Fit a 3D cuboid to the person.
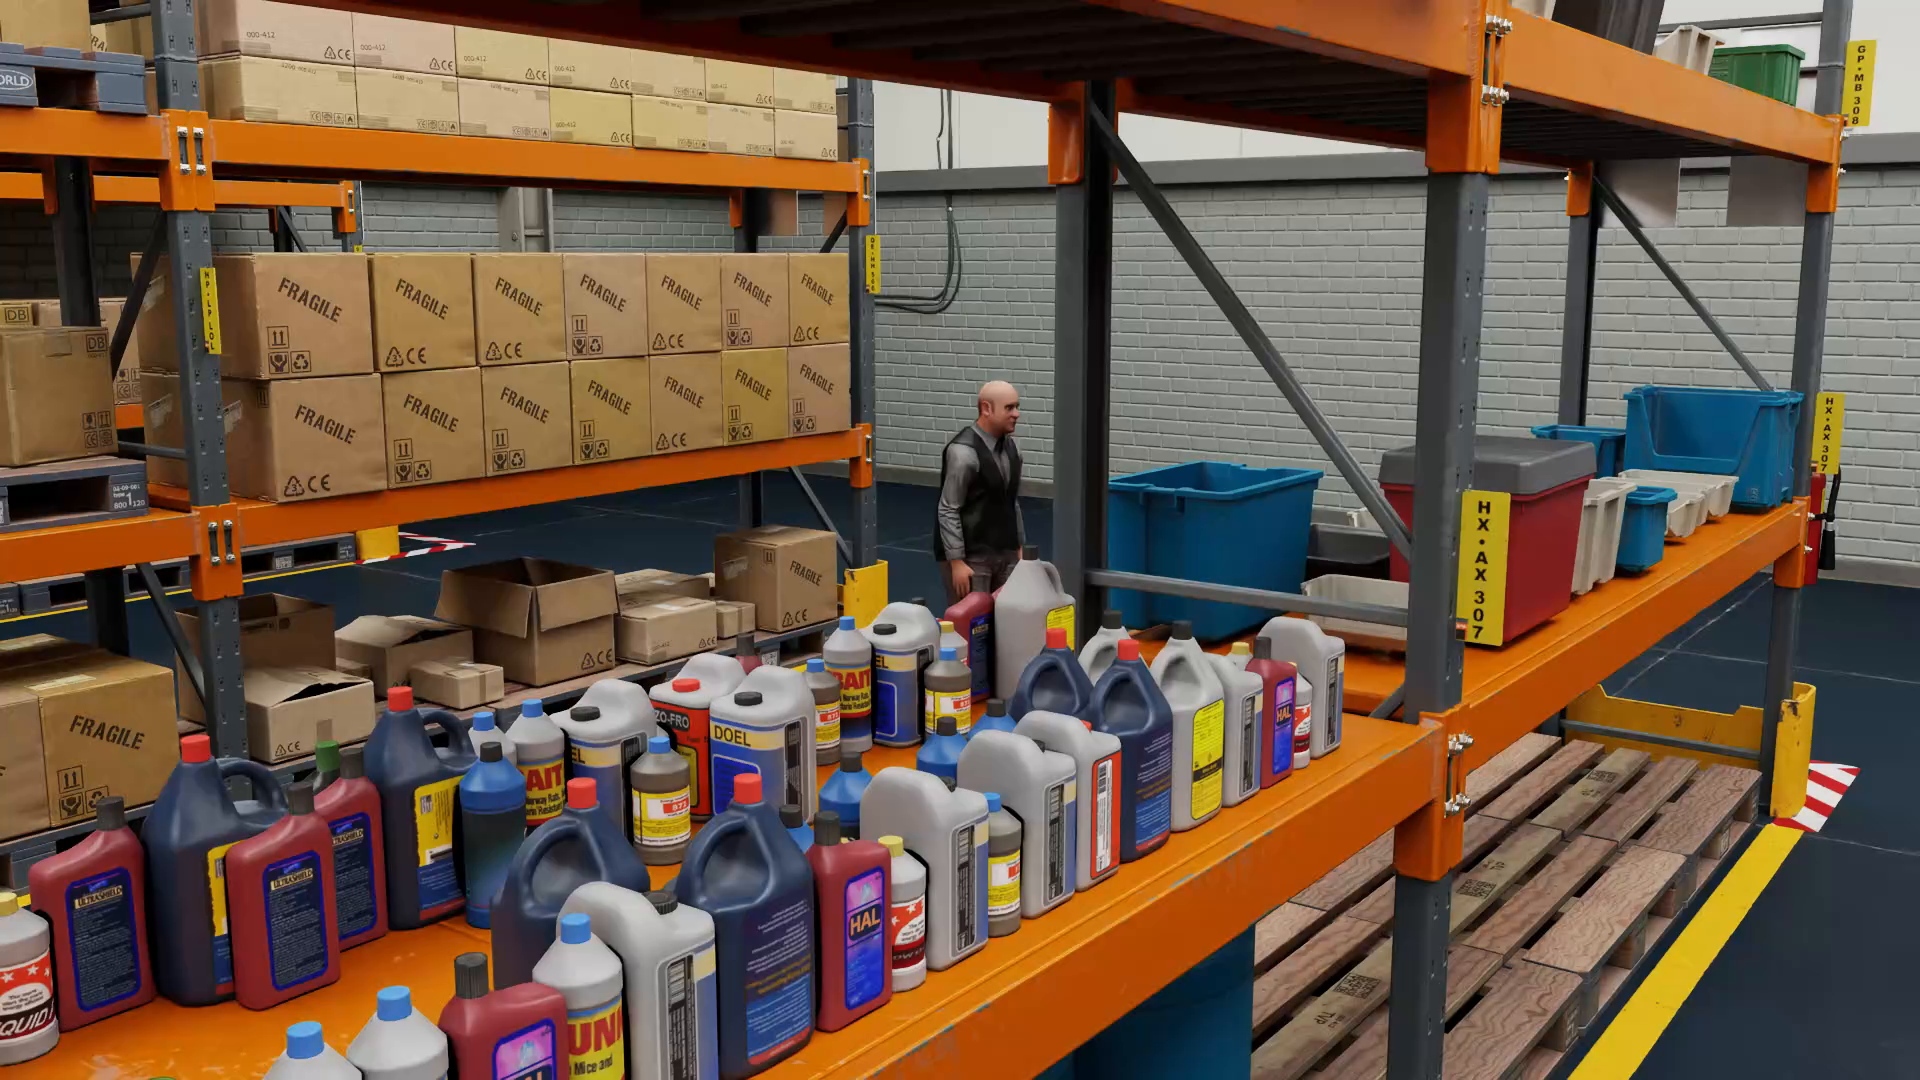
[{"bbox_3d":[0.117,0.109,7.825,0.461,1.721,0.581,7,12,36],"label":"person"}]
